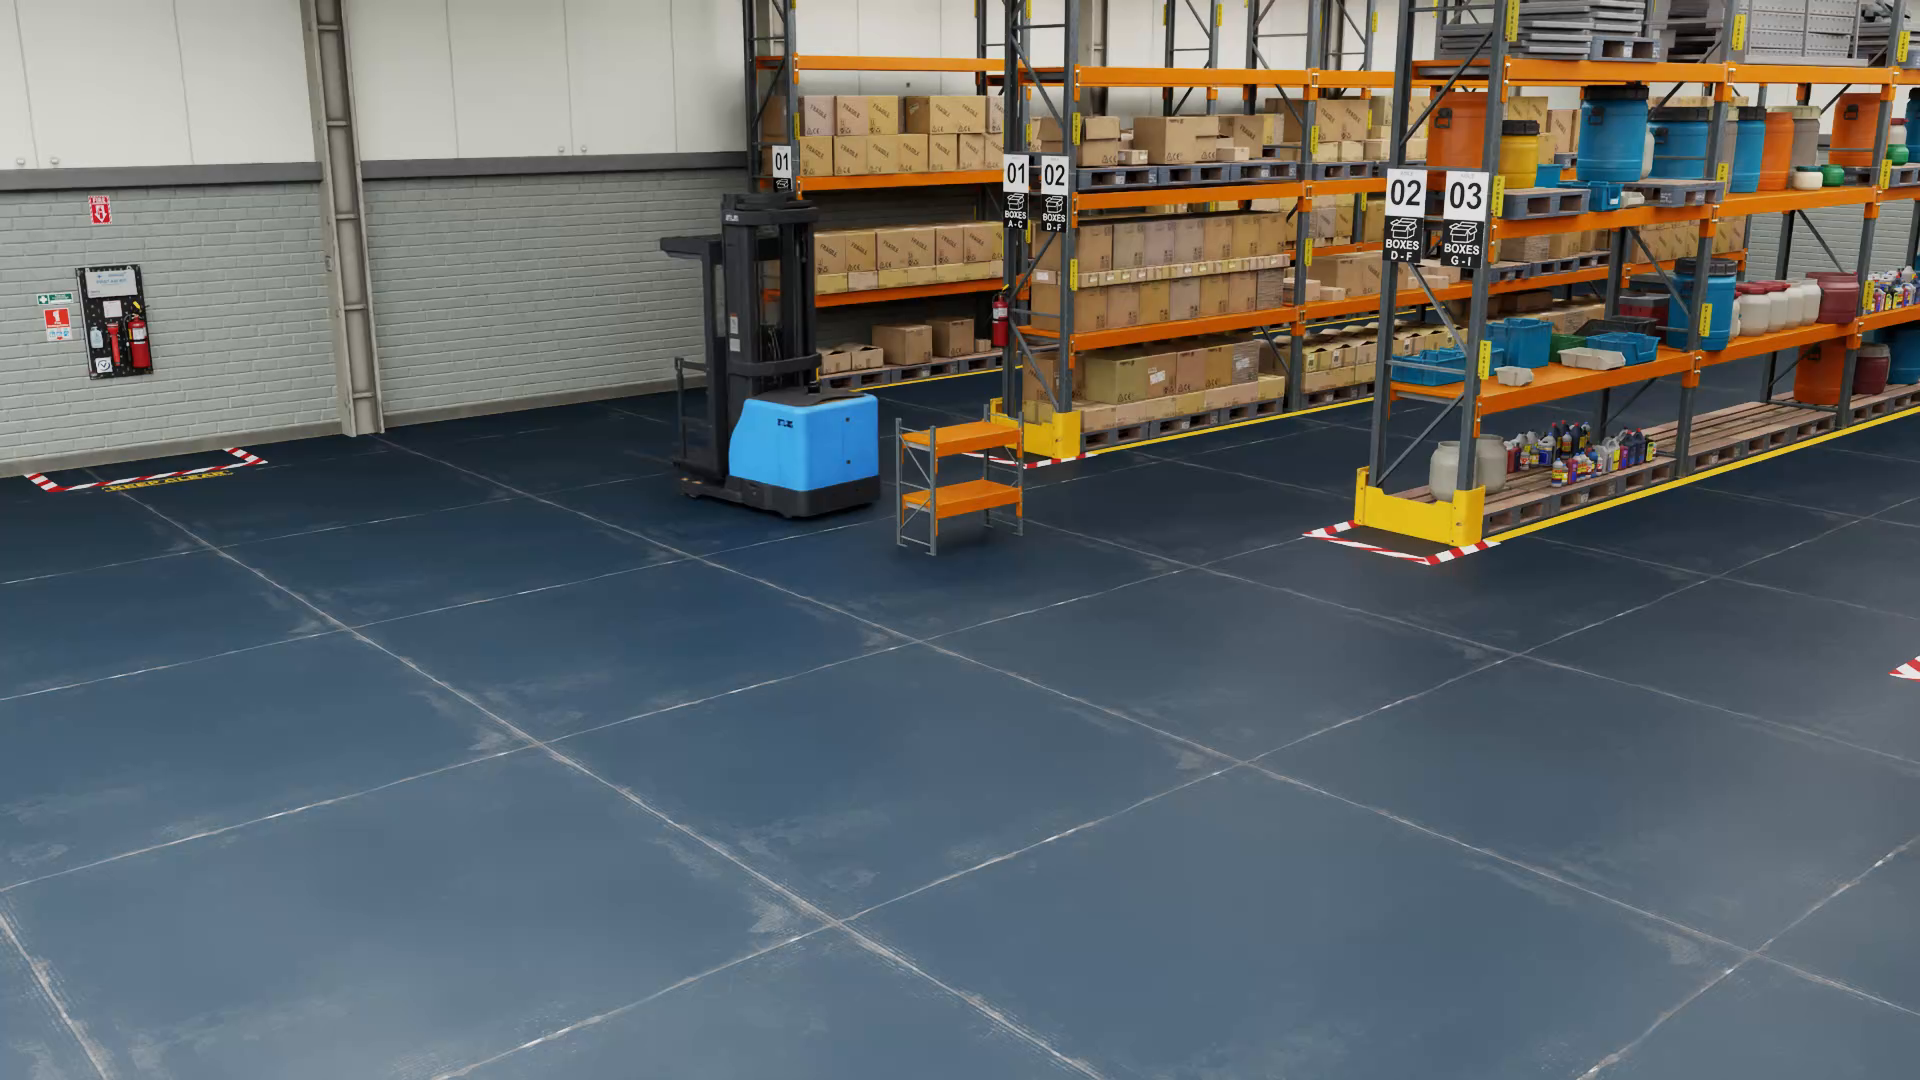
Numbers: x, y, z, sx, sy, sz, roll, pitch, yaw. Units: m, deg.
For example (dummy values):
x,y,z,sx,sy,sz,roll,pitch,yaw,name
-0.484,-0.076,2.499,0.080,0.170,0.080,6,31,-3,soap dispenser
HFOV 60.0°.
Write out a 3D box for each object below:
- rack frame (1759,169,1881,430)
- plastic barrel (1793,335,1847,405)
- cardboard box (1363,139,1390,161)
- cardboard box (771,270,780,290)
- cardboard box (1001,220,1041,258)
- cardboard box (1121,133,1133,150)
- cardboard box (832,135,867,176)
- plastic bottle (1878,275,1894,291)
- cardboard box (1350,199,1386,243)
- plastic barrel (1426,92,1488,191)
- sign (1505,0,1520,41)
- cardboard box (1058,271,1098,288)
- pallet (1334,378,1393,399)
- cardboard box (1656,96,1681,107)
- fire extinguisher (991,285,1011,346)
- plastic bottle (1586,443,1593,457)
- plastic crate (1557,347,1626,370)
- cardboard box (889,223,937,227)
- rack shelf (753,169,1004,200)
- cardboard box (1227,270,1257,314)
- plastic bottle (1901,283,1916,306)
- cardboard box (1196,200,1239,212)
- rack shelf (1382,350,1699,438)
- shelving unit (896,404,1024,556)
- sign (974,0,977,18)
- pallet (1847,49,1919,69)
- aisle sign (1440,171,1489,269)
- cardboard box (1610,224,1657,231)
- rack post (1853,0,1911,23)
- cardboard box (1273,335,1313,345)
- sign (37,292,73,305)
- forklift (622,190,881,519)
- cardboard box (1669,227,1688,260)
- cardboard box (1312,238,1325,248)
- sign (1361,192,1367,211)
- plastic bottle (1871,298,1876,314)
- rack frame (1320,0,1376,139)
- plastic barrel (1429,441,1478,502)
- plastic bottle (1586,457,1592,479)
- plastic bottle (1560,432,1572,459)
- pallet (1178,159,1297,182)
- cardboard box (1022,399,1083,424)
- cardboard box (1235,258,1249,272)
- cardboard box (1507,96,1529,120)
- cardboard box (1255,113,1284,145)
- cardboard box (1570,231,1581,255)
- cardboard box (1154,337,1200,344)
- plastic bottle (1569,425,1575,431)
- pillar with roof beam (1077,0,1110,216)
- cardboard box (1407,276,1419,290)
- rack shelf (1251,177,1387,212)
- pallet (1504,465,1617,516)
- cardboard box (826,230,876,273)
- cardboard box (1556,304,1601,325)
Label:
x,y,z,sx,sy,sz,roll,pitch,yaw,name
10.131,-2.857,19.635,0.127,3.000,1.000,-13,19,-39,rack frame
10.489,-2.098,20.184,0.708,0.830,0.600,-13,19,-39,plastic barrel
5.347,-5.036,21.457,0.500,0.250,0.500,14,20,42,cardboard box
-2.182,-3.485,22.236,0.500,0.250,0.500,-12,19,-39,cardboard box
1.016,-4.449,24.547,0.500,0.500,0.700,-13,19,-39,cardboard box
1.962,-4.484,19.001,0.500,0.311,0.500,-10,18,-33,cardboard box
-1.563,-5.030,21.724,0.500,0.500,0.500,-11,19,-36,cardboard box
11.950,-3.284,21.474,0.135,0.276,0.152,-13,19,-39,plastic bottle
7.065,-5.697,29.686,0.700,0.700,0.980,-12,19,-39,cardboard box
4.379,-3.469,14.465,0.708,0.830,0.600,-13,19,-39,plastic barrel
4.454,-4.192,13.410,0.005,0.325,0.100,-13,19,-39,sign
1.284,-2.853,18.169,0.250,0.149,0.380,-13,20,-40,cardboard box
5.316,-2.138,22.344,1.213,0.211,1.003,-13,19,-39,pallet
10.712,-6.627,25.805,0.500,0.500,0.700,-13,19,-39,cardboard box
0.453,-2.500,18.447,0.183,0.674,0.296,-13,19,-39,fire extinguisher
6.233,-0.821,16.424,0.133,0.283,0.061,-13,19,-39,plastic bottle
6.055,-1.728,15.918,0.437,0.136,0.530,-13,19,-39,plastic crate
-0.654,-4.199,23.455,0.500,0.500,0.500,-12,19,-38,cardboard box
-0.899,-4.871,22.756,4.000,0.370,1.077,-13,19,-39,rack shelf
3.140,-3.026,20.073,0.500,0.500,0.700,-13,20,-40,cardboard box
11.716,-3.043,20.569,0.135,0.276,0.152,-13,19,-39,plastic bottle
4.161,-5.382,26.823,0.500,0.250,0.500,-12,19,-38,cardboard box
5.605,-1.493,15.923,4.000,0.370,1.077,-13,19,-39,rack shelf
0.005,-0.545,14.609,1.048,1.125,0.538,-13,19,-39,shelving unit
0.241,-7.642,23.804,0.005,0.325,0.100,-13,19,-39,sign
10.695,-5.588,19.372,1.003,0.211,1.213,-13,19,-39,pallet
4.234,-2.689,13.967,0.004,0.787,0.394,-13,19,-39,aisle sign
10.440,-5.056,25.736,0.500,0.500,0.500,-12,19,-38,cardboard box
10.654,-6.156,19.360,0.986,0.289,0.624,-13,19,-39,rack post
4.370,-2.504,21.739,0.500,0.311,0.500,-12,19,-38,cardboard box
-9.338,-2.489,17.160,0.331,0.109,0.001,-13,19,-39,sign
-2.185,-1.914,16.234,3.031,2.935,1.130,14,20,41,forklift
11.226,-4.753,26.539,0.500,0.500,0.500,-13,20,-40,cardboard box
6.015,-5.101,28.482,0.250,0.149,0.380,-13,19,-39,cardboard box
7.009,-5.881,28.864,0.005,0.325,0.100,-13,19,-39,sign
10.848,-2.803,19.815,0.097,0.201,0.097,0,15,0,plastic bottle
6.645,-8.362,28.618,0.127,3.000,1.000,-13,19,-39,rack frame
4.542,-0.630,15.301,0.421,0.512,0.421,0,15,0,plastic barrel
6.077,-0.701,16.132,0.097,0.201,0.097,0,15,0,plastic bottle
6.202,-0.970,17.004,0.097,0.271,0.097,0,15,0,plastic bottle
3.238,-4.402,19.775,1.213,0.211,1.003,-13,19,-39,pallet
1.058,-1.490,19.030,0.500,0.250,0.500,-13,19,-39,cardboard box
3.219,-3.288,19.795,0.250,0.149,0.380,-13,20,-39,cardboard box
7.600,-5.962,23.314,0.500,0.500,0.500,-13,19,-39,cardboard box
5.112,-6.867,27.786,0.500,0.500,0.700,-13,20,-39,cardboard box
8.918,-4.586,25.097,0.500,0.500,0.700,-9,17,-31,cardboard box
2.555,-2.194,20.214,0.500,0.500,0.500,-13,19,-39,cardboard box
6.359,-1.048,17.285,0.135,0.276,0.152,-12,19,-37,plastic bottle
4.905,-6.795,22.750,0.400,9.000,9.100,-13,19,-39,pillar with roof beam
5.957,-3.474,22.430,0.250,0.149,0.380,-11,18,-35,cardboard box
5.373,-4.585,21.685,4.000,0.370,1.077,-13,19,-39,rack shelf
5.659,-0.519,16.285,1.213,0.211,1.003,-13,19,-39,pallet
-1.471,-3.835,22.092,0.500,0.500,0.500,-13,19,-39,cardboard box
9.337,-3.283,25.221,0.500,0.500,0.500,-13,19,-39,cardboard box
